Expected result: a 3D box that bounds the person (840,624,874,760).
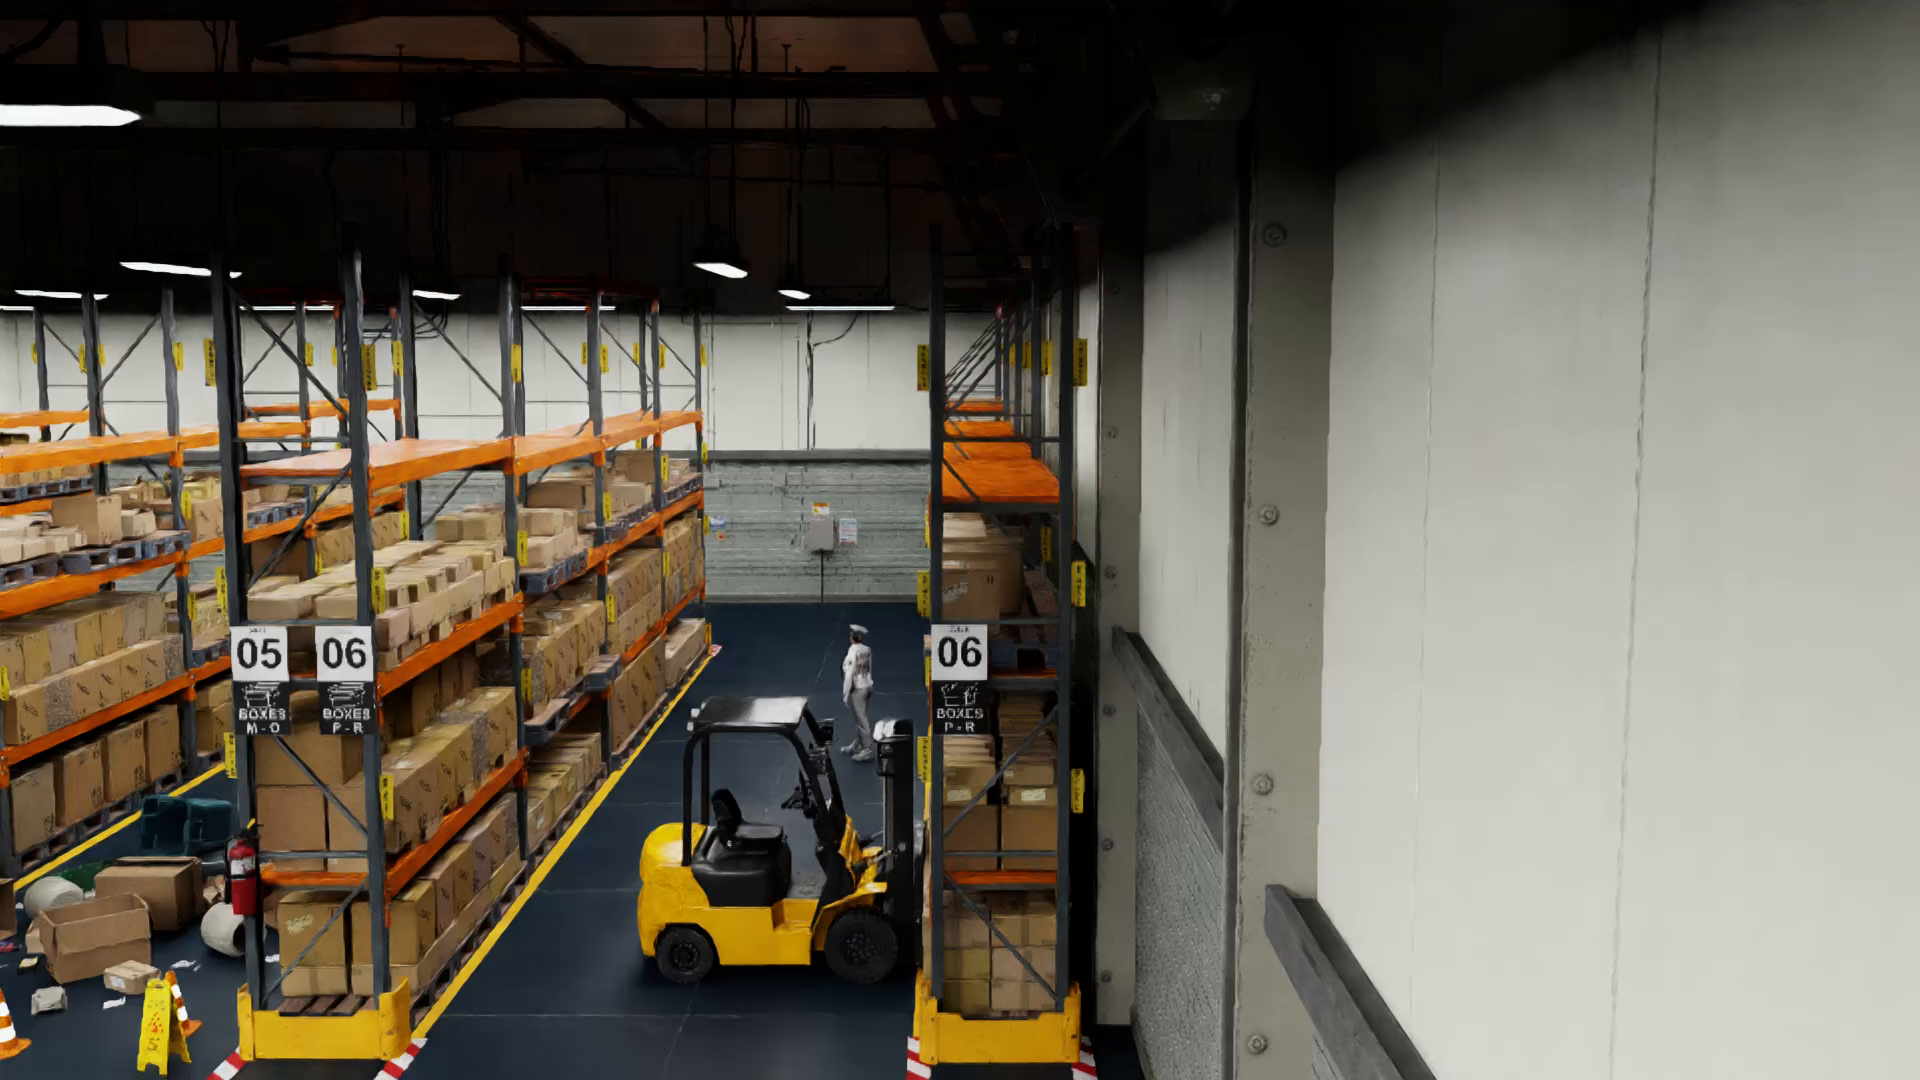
[{"bbox_3d":[-1.298,1.889,20.913,0.550,1.664,0.573,3,7,21],"label":"person"}]
